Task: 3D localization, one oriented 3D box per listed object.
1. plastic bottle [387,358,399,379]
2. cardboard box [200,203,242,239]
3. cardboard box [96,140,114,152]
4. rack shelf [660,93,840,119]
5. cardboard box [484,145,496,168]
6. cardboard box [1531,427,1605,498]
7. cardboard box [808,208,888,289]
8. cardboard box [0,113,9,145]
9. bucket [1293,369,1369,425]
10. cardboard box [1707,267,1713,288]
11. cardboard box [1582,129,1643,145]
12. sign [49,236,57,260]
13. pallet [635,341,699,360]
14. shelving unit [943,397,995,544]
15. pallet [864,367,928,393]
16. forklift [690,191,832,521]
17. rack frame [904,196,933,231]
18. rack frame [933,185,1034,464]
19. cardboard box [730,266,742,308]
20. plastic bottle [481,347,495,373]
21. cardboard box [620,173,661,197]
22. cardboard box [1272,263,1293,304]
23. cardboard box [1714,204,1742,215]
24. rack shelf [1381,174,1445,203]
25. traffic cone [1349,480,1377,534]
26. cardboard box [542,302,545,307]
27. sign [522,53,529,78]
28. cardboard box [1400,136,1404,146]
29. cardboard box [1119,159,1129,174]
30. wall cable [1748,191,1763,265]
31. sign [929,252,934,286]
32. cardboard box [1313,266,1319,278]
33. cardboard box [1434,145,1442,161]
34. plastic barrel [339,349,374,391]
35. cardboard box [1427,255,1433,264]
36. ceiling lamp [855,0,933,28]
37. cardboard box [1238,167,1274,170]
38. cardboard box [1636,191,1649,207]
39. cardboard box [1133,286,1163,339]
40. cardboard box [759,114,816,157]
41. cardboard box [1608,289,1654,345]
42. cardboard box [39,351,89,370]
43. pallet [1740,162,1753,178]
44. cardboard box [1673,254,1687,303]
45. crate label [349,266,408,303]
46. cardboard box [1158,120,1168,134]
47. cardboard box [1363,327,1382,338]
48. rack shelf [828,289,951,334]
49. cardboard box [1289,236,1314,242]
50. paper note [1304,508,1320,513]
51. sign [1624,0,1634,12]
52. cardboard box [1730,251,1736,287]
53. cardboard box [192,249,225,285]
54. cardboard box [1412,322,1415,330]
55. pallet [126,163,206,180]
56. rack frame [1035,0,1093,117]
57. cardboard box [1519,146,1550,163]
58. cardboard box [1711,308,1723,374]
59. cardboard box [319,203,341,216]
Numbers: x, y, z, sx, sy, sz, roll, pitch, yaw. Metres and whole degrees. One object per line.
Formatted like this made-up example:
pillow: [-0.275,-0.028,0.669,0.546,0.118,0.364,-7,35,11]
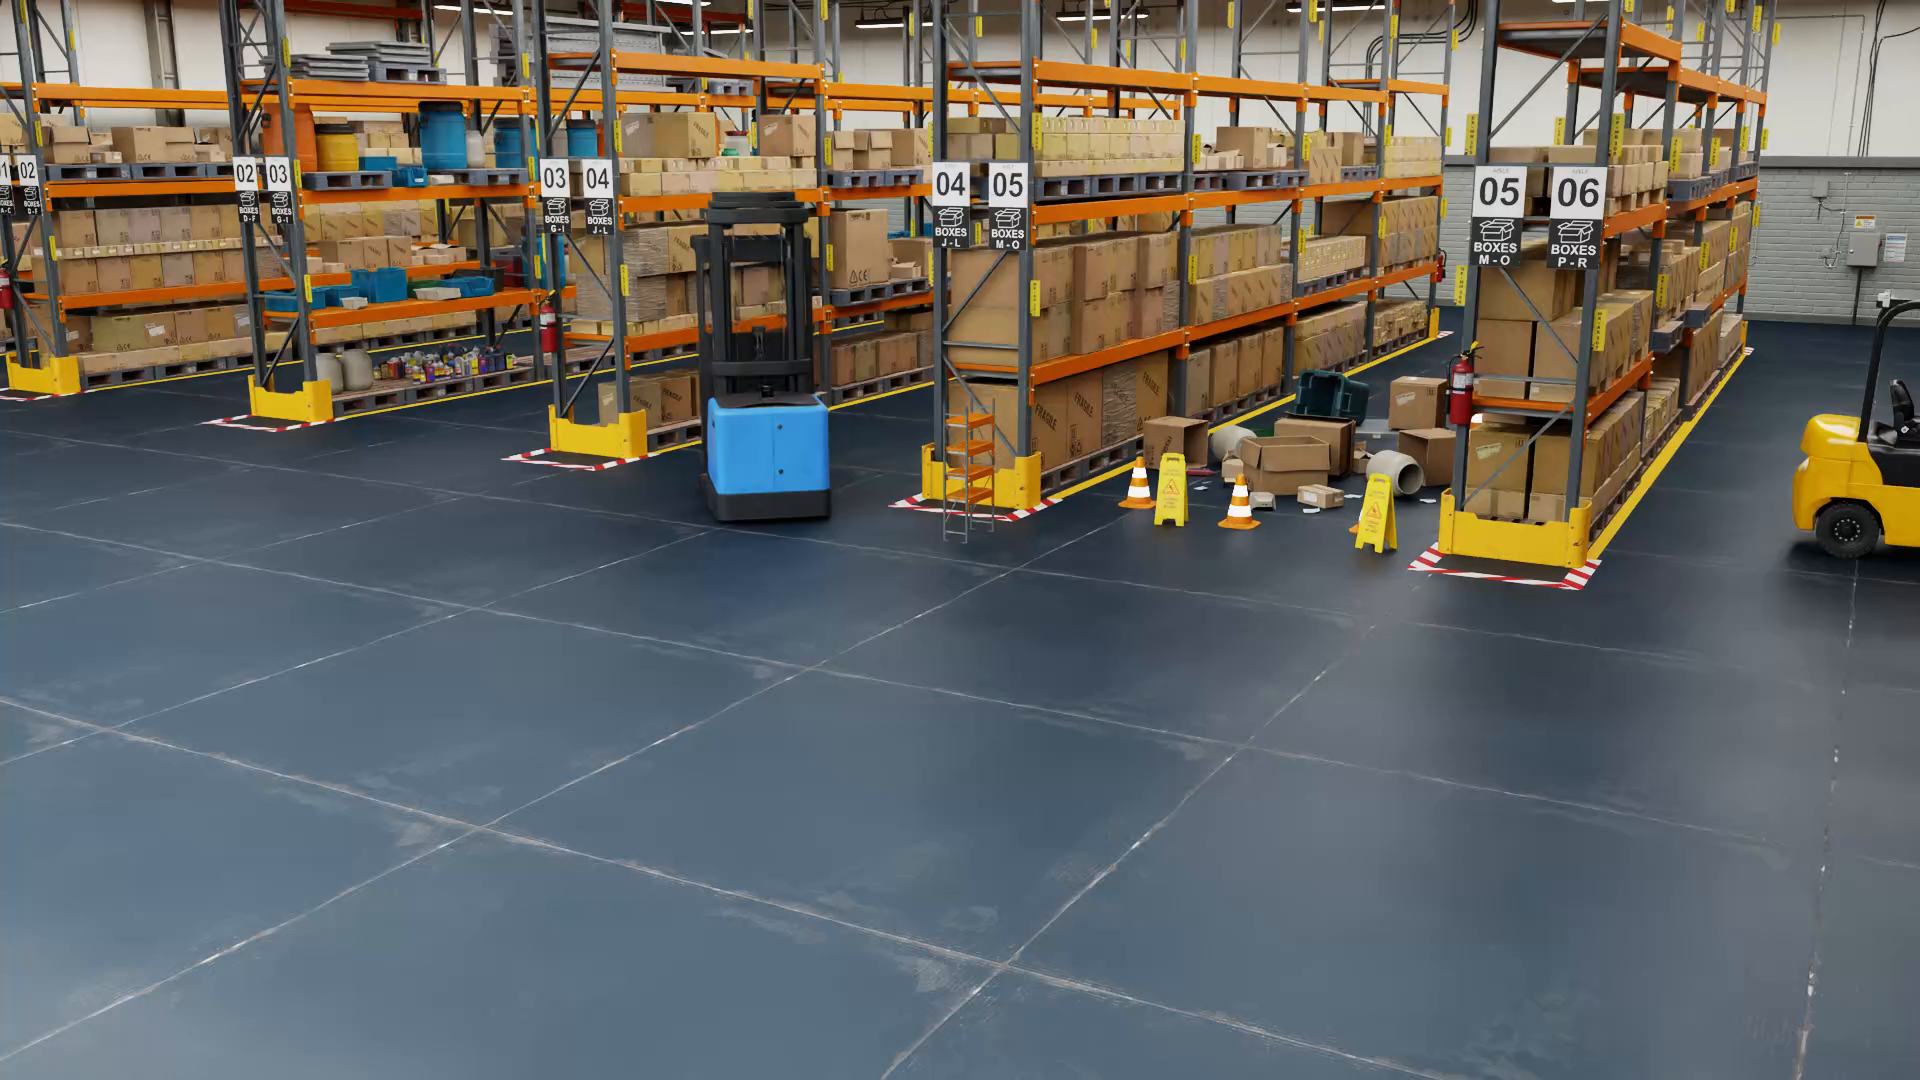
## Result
plastic bottle: [-7.766,-2.356,22.777,0.152,0.276,0.135,8,15,28]
cardboard box: [-11.269,-4.857,25.299,0.700,0.500,0.500,7,15,28]
cardboard box: [-12.156,-5.620,24.040,0.500,0.311,0.500,10,17,35]
rack shelf: [-3.582,-7.415,28.477,1.077,0.370,4.000,7,15,28]
cardboard box: [-8.702,-6.794,29.701,0.910,0.500,0.500,7,15,28]
cardboard box: [5.238,-0.678,14.316,0.500,0.500,0.500,7,15,26]
cardboard box: [-1.640,-3.893,22.106,1.000,1.000,1.000,7,15,28]
cardboard box: [-15.659,-6.581,26.641,0.500,0.500,0.500,7,15,26]
bucket: [4.099,-1.526,18.204,0.620,0.611,0.726,1,9,-42]
cardboard box: [9.426,-3.401,21.493,0.500,0.250,0.500,7,15,28]
cardboard box: [6.697,-4.093,17.069,0.500,0.250,0.500,8,16,29]
sign: [-12.268,-3.948,22.493,0.100,0.325,0.005,7,15,28]
pallet: [-4.957,-3.122,27.032,1.003,0.211,1.213,7,15,28]
shelving unit: [0.080,-0.617,14.534,0.258,1.200,0.503,7,15,28]
pallet: [-1.183,-2.306,23.647,1.003,0.211,1.213,7,15,28]
forklift: [-2.004,-1.895,16.142,1.130,2.935,3.031,-3,14,-13]
rack frame: [-0.681,-6.273,34.155,1.000,3.000,0.127,7,15,28]
rack frame: [0.213,-1.847,15.794,1.000,3.000,0.127,7,15,28]
cardboard box: [-3.122,-3.048,19.927,0.875,0.500,0.500,7,15,28]
plastic bottle: [-6.634,-2.533,23.355,0.144,0.351,0.185,7,15,25]
cardboard box: [-3.621,-3.884,18.165,0.500,0.250,0.500,8,16,30]
cardboard box: [4.097,-3.414,22.081,0.500,0.500,0.500,7,15,28]
cardboard box: [11.528,-4.964,24.995,0.380,0.149,0.250,7,15,28]
rack shelf: [6.981,-5.828,27.441,1.077,0.370,4.000,7,15,28]
traffic cone: [3.673,-0.308,14.823,0.336,0.463,0.334,7,15,28]
cardboard box: [-7.918,-4.464,31.045,0.500,0.500,0.500,7,15,27]
sign: [-6.006,-6.562,22.996,0.100,0.325,0.005,7,15,28]
cardboard box: [6.871,-6.377,26.586,0.380,0.149,0.250,7,15,26]
cardboard box: [1.513,-3.832,17.055,0.380,0.149,0.250,7,15,28]
wall cable: [15.035,-6.258,31.857,0.585,1.953,0.123,7,15,28]
sign: [-0.256,-2.589,15.897,0.100,0.325,0.005,7,15,28]
cardboard box: [4.862,-3.805,23.557,0.380,0.149,0.250,8,16,31]
cardboard box: [7.947,-6.634,28.506,0.500,0.250,0.500,7,15,26]
plastic barrel: [-7.923,-2.232,21.803,0.421,0.512,0.421,0,14,0]
cardboard box: [8.037,-4.908,29.029,0.380,0.149,0.250,7,15,28]
ceiling lamp: [-1.530,-12.856,36.204,2.000,3.185,0.800,7,15,28]
cardboard box: [4.134,-5.141,22.844,0.500,0.500,0.500,7,15,28]
cardboard box: [6.133,-3.155,15.355,0.380,0.149,0.250,8,16,30]
cardboard box: [1.732,-2.548,18.382,0.875,0.550,0.550,7,15,28]
cardboard box: [-2.141,-5.023,20.655,0.500,0.500,0.500,7,15,26]
cardboard box: [6.531,-2.201,16.416,0.500,0.500,0.500,7,15,27]
cardboard box: [-12.750,-2.564,23.738,0.500,0.250,0.500,7,15,28]
pallet: [11.391,-5.600,25.150,1.003,0.211,1.213,7,15,28]
cardboard box: [7.738,-2.898,18.409,0.500,0.500,0.500,7,15,26]
crate label: [-7.763,-3.416,22.228,0.502,0.435,0.616,7,15,28]
cardboard box: [2.004,-4.430,17.832,0.380,0.149,0.250,7,15,28]
cardboard box: [6.469,-3.310,26.414,0.380,0.149,0.250,8,16,31]
rack shelf: [-1.180,-3.311,23.401,1.077,0.370,4.000,7,15,28]
cardboard box: [5.165,-4.541,25.340,0.380,0.149,0.250,8,15,29]
paper note: [3.309,-0.283,15.641,0.148,0.019,0.142,2,14,9]
sign: [7.974,-6.458,19.788,0.100,0.325,0.005,7,15,28]
cardboard box: [11.099,-3.987,24.457,0.500,0.500,0.500,7,15,28]
cardboard box: [-11.521,-4.119,25.004,0.700,0.500,0.500,8,16,29]
cardboard box: [7.637,-3.707,28.698,0.380,0.149,0.250,7,15,28]
pallet: [-11.797,-5.361,24.160,1.003,0.211,1.213,7,15,28]
rack frame: [1.721,-7.808,27.720,1.000,3.000,0.127,7,15,28]
cardboard box: [4.658,-3.182,13.766,0.380,0.149,0.250,8,16,29]
cardboard box: [10.166,-2.804,23.400,0.875,0.875,0.875,8,16,30]
cardboard box: [-12.517,-6.496,32.589,0.500,0.250,0.500,7,15,27]
